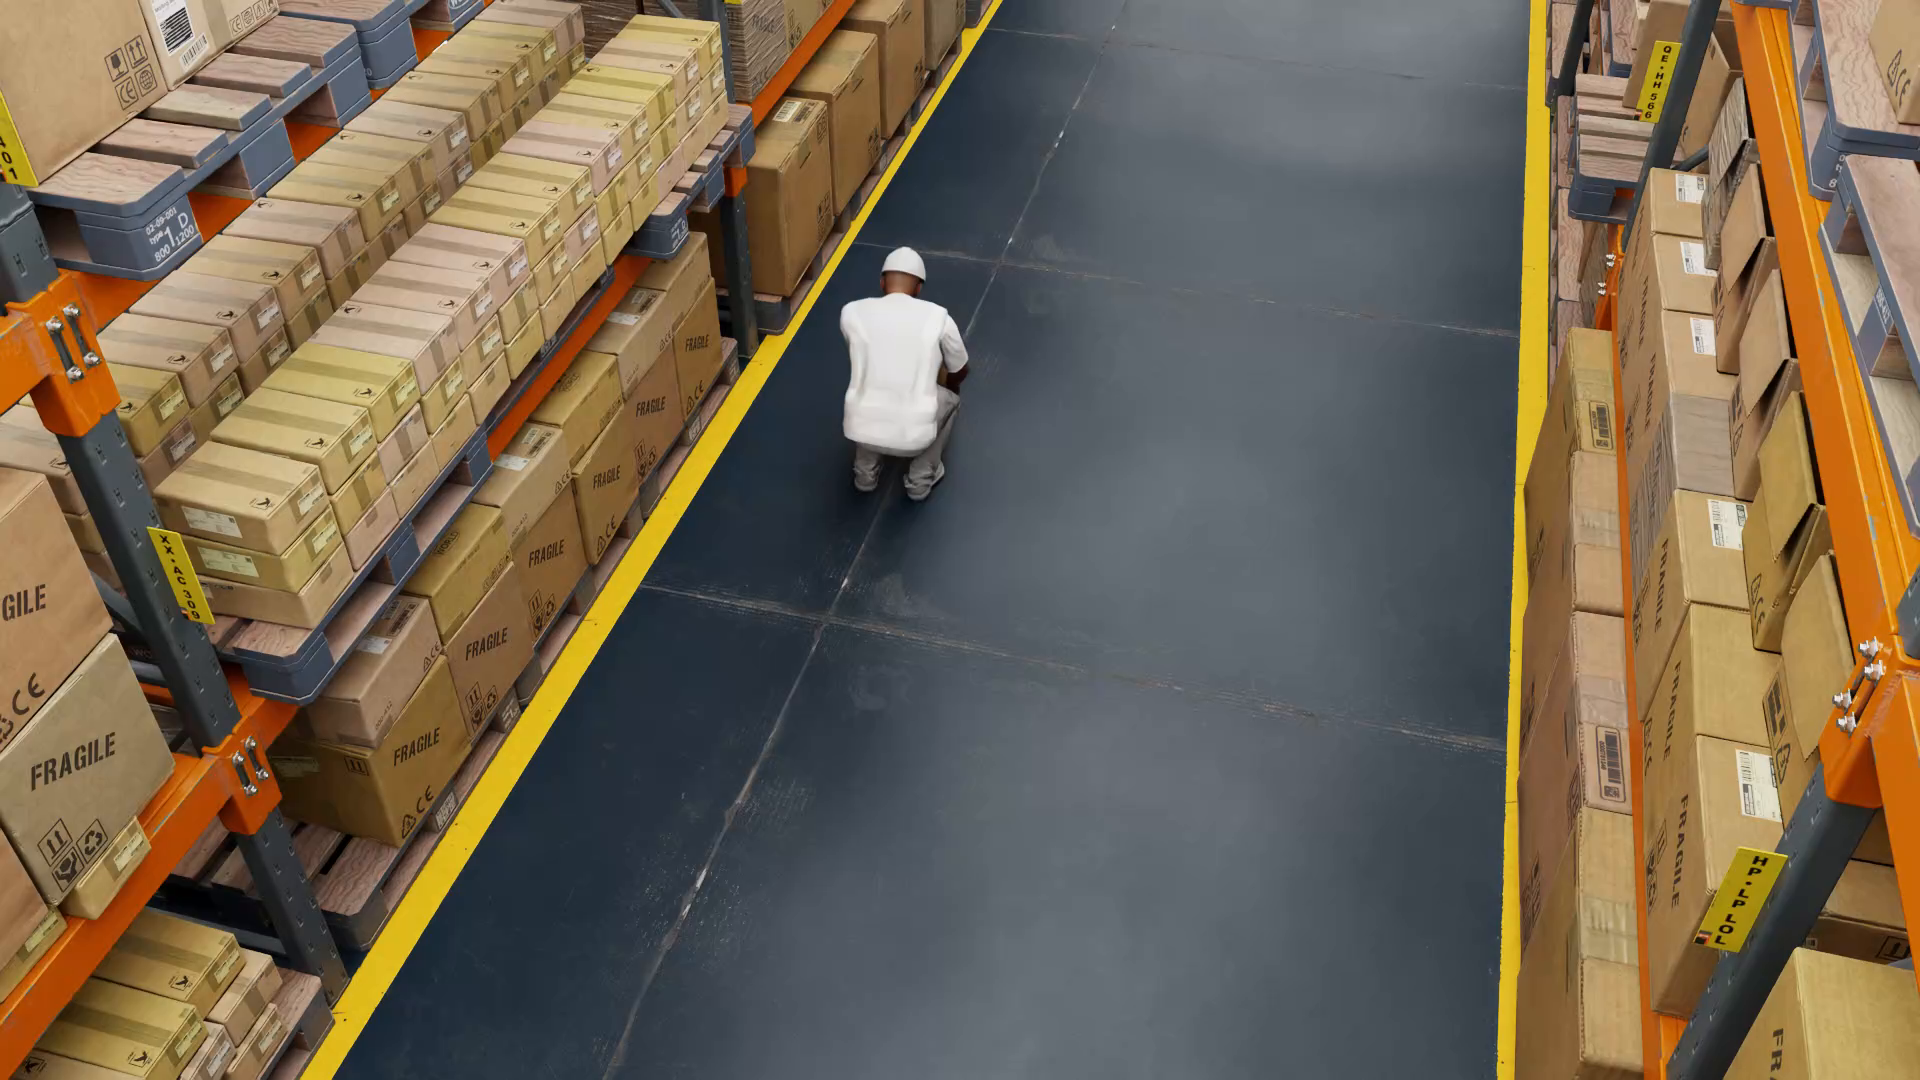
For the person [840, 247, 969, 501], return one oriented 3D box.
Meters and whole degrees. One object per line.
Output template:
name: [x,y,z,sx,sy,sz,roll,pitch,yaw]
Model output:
person: [-0.275,-0.759,7.614,0.578,1.001,0.889,9,42,10]
